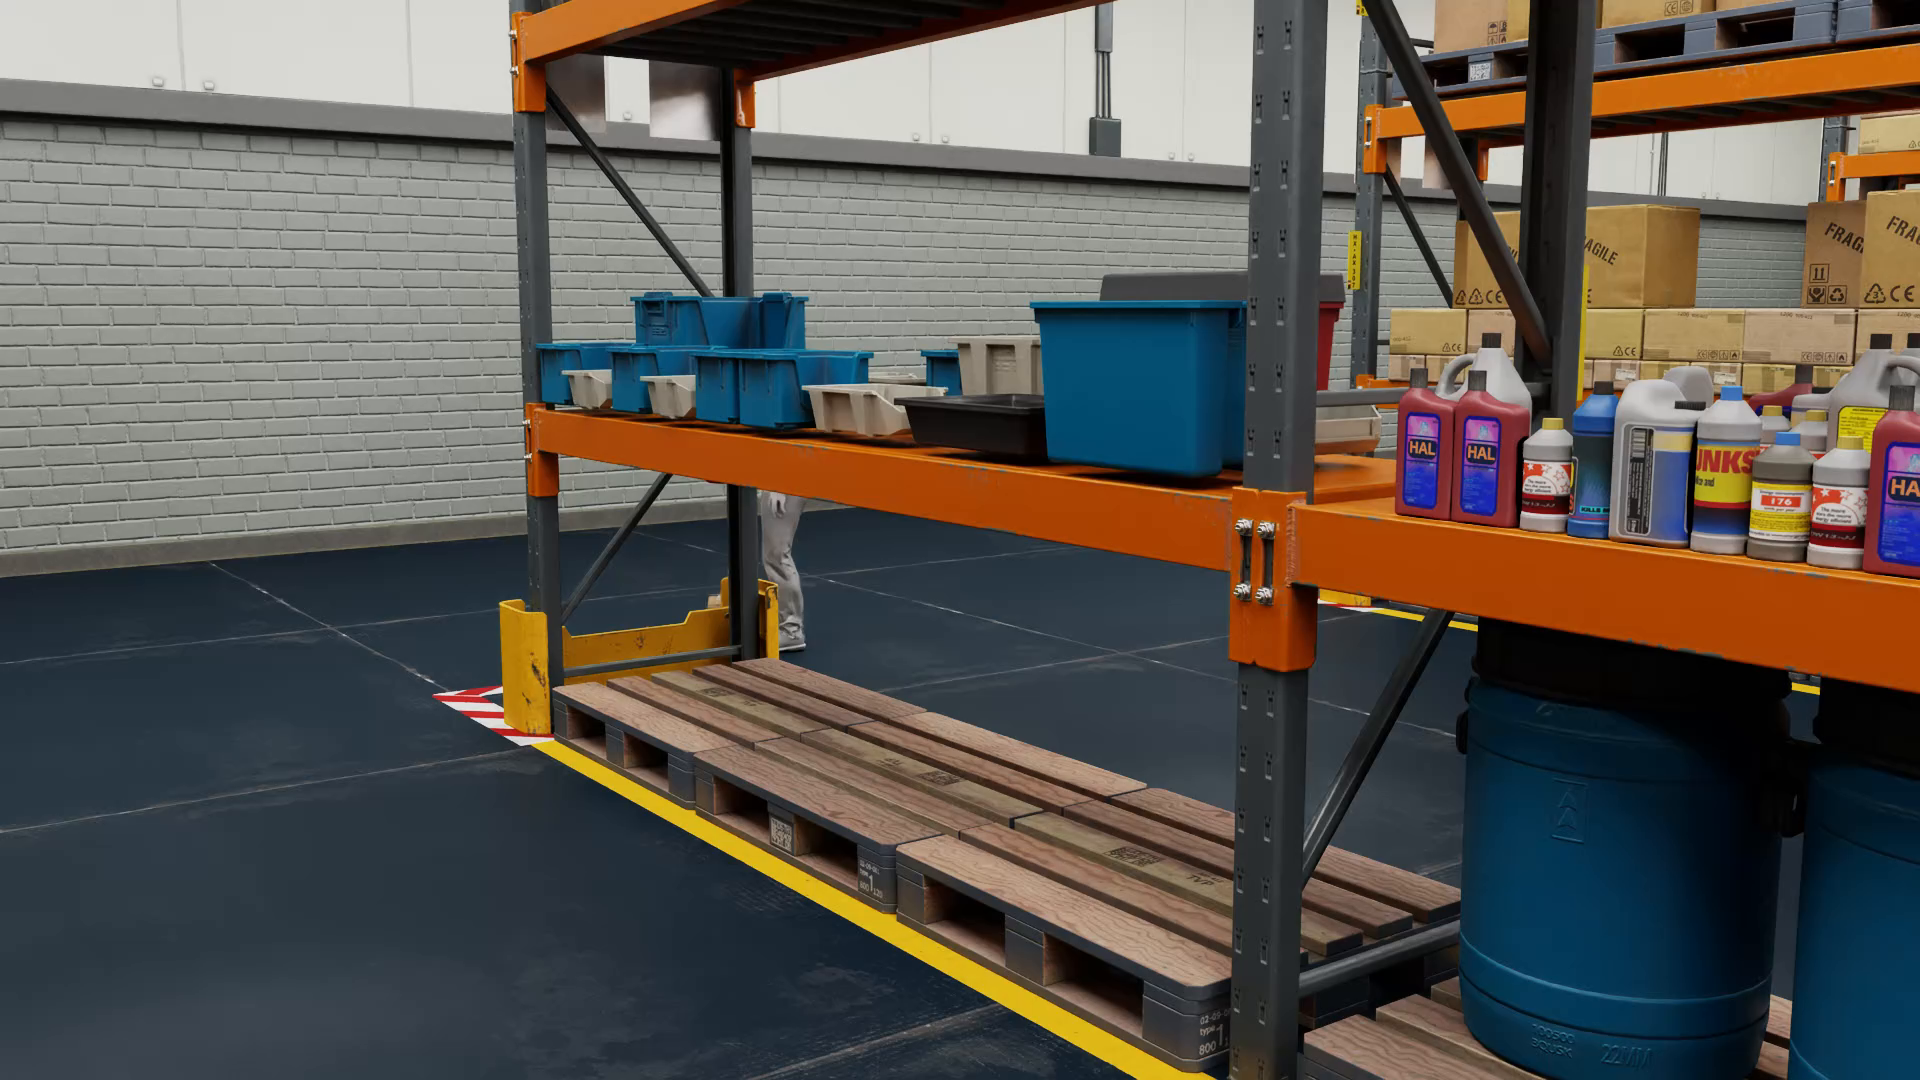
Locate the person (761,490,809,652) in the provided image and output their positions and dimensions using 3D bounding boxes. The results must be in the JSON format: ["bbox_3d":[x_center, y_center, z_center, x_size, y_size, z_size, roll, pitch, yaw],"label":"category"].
[{"bbox_3d":[-0.900,-0.278,8.316,0.374,1.659,0.526,-1,8,-8],"label":"person"}]
